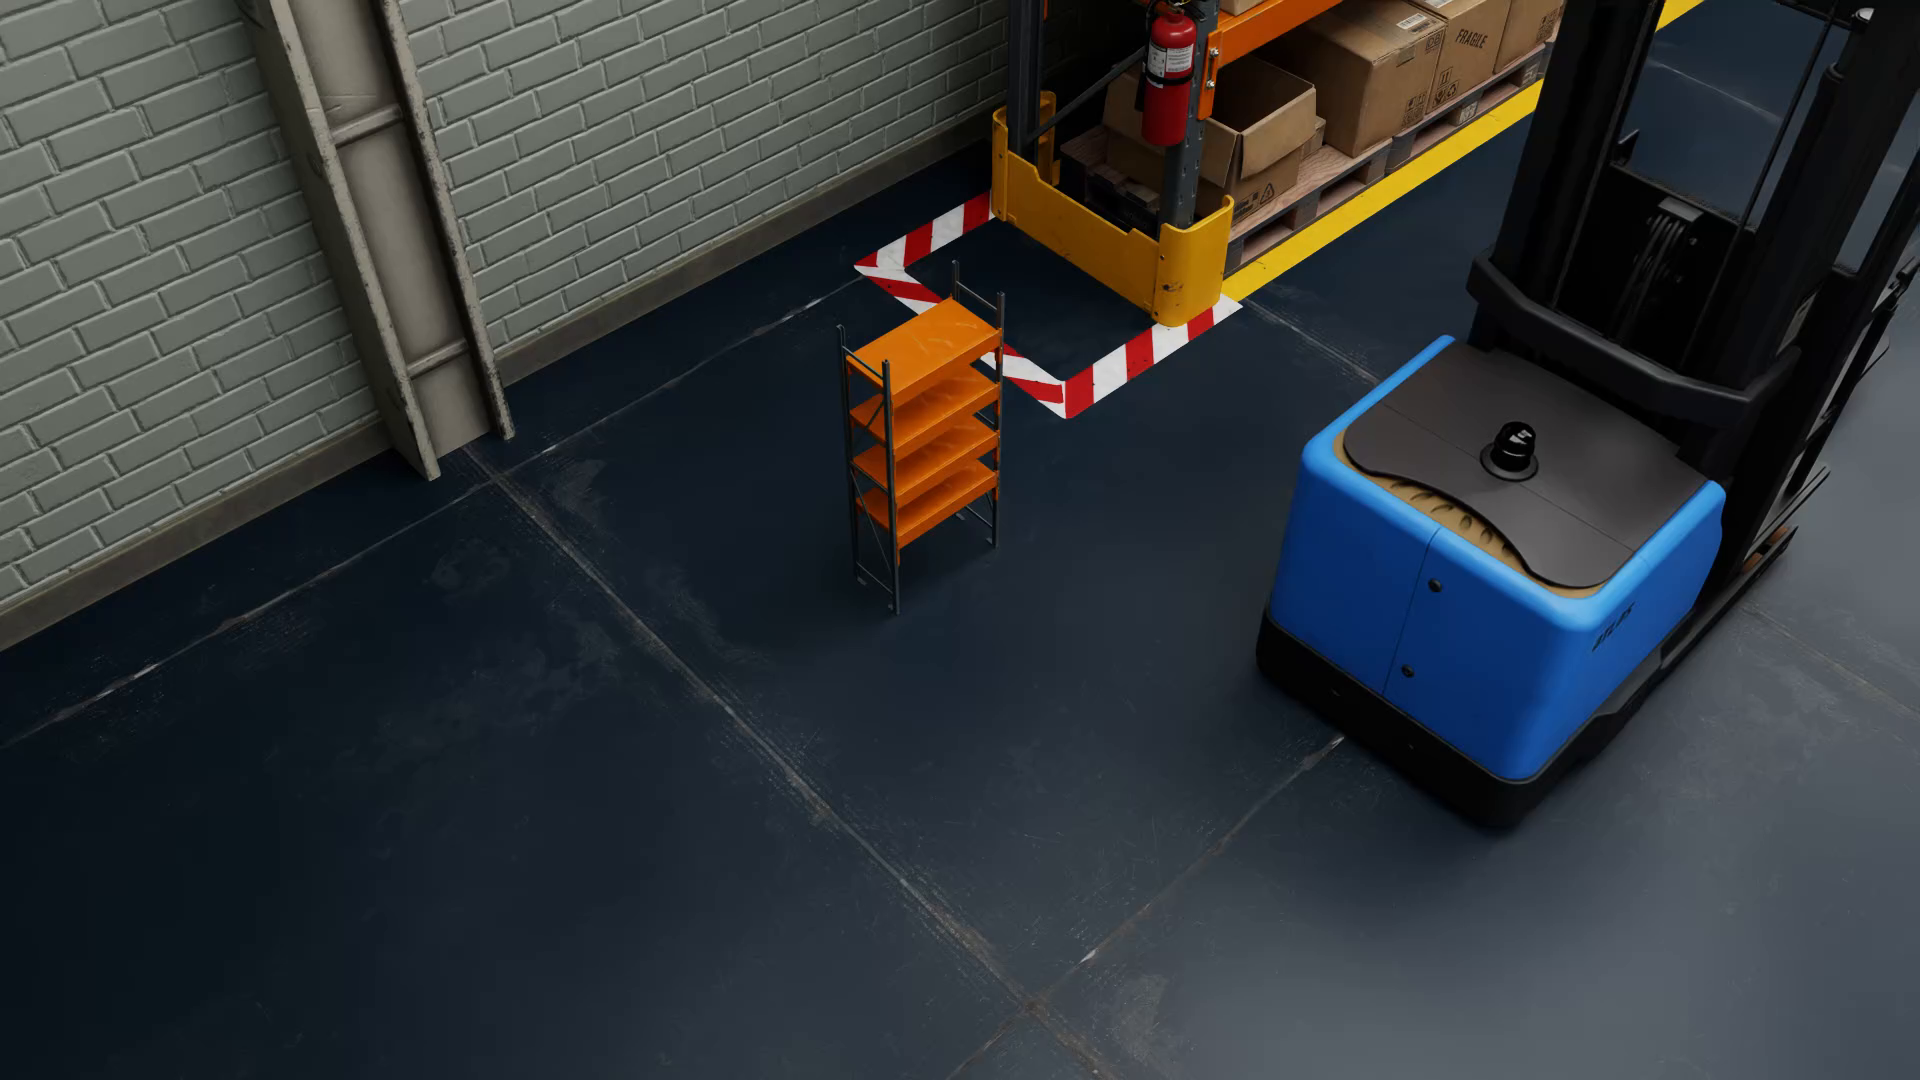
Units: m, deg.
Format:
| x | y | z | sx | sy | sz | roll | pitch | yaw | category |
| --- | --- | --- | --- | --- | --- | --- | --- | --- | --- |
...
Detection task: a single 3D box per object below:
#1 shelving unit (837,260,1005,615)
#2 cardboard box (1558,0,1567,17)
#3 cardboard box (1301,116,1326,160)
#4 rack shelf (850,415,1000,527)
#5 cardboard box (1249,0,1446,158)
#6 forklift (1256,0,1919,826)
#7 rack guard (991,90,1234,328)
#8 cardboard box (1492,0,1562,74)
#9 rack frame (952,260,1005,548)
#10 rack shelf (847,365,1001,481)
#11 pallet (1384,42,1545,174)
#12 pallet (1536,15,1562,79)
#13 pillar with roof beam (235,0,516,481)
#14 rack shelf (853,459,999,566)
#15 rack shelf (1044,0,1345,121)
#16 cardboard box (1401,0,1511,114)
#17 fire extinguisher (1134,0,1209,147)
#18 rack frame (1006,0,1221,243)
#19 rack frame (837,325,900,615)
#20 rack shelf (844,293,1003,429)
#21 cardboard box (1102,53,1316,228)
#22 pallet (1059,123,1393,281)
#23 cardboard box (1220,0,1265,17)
| x | y | z | sx | sy | sz | roll | pitch | yaw | category |
| --- | --- | --- | --- | --- | --- | --- | --- | --- | --- |
| -0.122 | -0.325 | 5.734 | 0.503 | 1.200 | 0.258 | -34 | 56 | -27 | shelving unit |
| 3.061 | -2.849 | 8.412 | 0.258 | 0.266 | 0.396 | -32 | 55 | -26 | cardboard box |
| 1.437 | -1.883 | 7.601 | 0.250 | 0.149 | 0.380 | -36 | 57 | -28 | cardboard box |
| -0.122 | -0.279 | 5.783 | 0.480 | 0.148 | 0.258 | -34 | 56 | -27 | rack shelf |
| 1.755 | -2.215 | 7.668 | 0.500 | 0.500 | 0.700 | -32 | 55 | -26 | cardboard box |
| 2.433 | -1.052 | 5.226 | 3.031 | 2.935 | 1.130 | -36 | 57 | -28 | forklift |
| 0.637 | -1.458 | 7.255 | 0.348 | 0.500 | 1.175 | -34 | 56 | -27 | rack guard |
| 2.523 | -2.728 | 8.141 | 0.500 | 0.500 | 0.700 | -36 | 57 | -28 | cardboard box |
| 0.058 | -0.446 | 5.845 | 0.015 | 1.200 | 0.240 | -34 | 56 | -27 | rack frame |
| -0.122 | -0.431 | 5.619 | 0.480 | 0.148 | 0.258 | -34 | 56 | -27 | rack shelf |
| 2.128 | -2.354 | 8.279 | 1.213 | 0.211 | 1.003 | -34 | 56 | -27 | pallet |
| 3.031 | -2.961 | 8.838 | 1.213 | 0.211 | 1.003 | -34 | 56 | -27 | pallet |
| 0.875 | -1.118 | 1.159 | 0.400 | 9.000 | 9.100 | -34 | 56 | -27 | pillar with roof beam |
| -0.122 | -0.145 | 5.929 | 0.480 | 0.148 | 0.258 | -34 | 56 | -27 | rack shelf |
| 2.060 | -3.013 | 7.478 | 4.000 | 0.370 | 1.077 | -34 | 56 | -27 | rack shelf |
| 2.214 | -2.422 | 7.859 | 0.500 | 0.500 | 0.500 | -33 | 55 | -27 | cardboard box |
| 0.783 | -1.791 | 6.168 | 0.183 | 0.674 | 0.296 | -34 | 56 | -27 | fire extinguisher |
| 0.580 | -2.268 | 6.301 | 0.127 | 3.000 | 1.000 | -34 | 56 | -27 | rack frame |
| -0.303 | -0.204 | 5.622 | 0.015 | 1.200 | 0.240 | -34 | 56 | -27 | rack frame |
| -0.122 | -0.591 | 5.445 | 0.480 | 0.148 | 0.258 | -34 | 56 | -27 | rack shelf |
| 1.097 | -1.815 | 7.296 | 0.637 | 0.503 | 0.797 | -36 | 57 | -28 | cardboard box |
| 1.226 | -1.754 | 7.725 | 1.213 | 0.211 | 1.003 | -34 | 56 | -27 | pallet |
| 1.008 | -2.196 | 6.406 | 0.250 | 0.149 | 0.380 | -34 | 56 | -27 | cardboard box |
